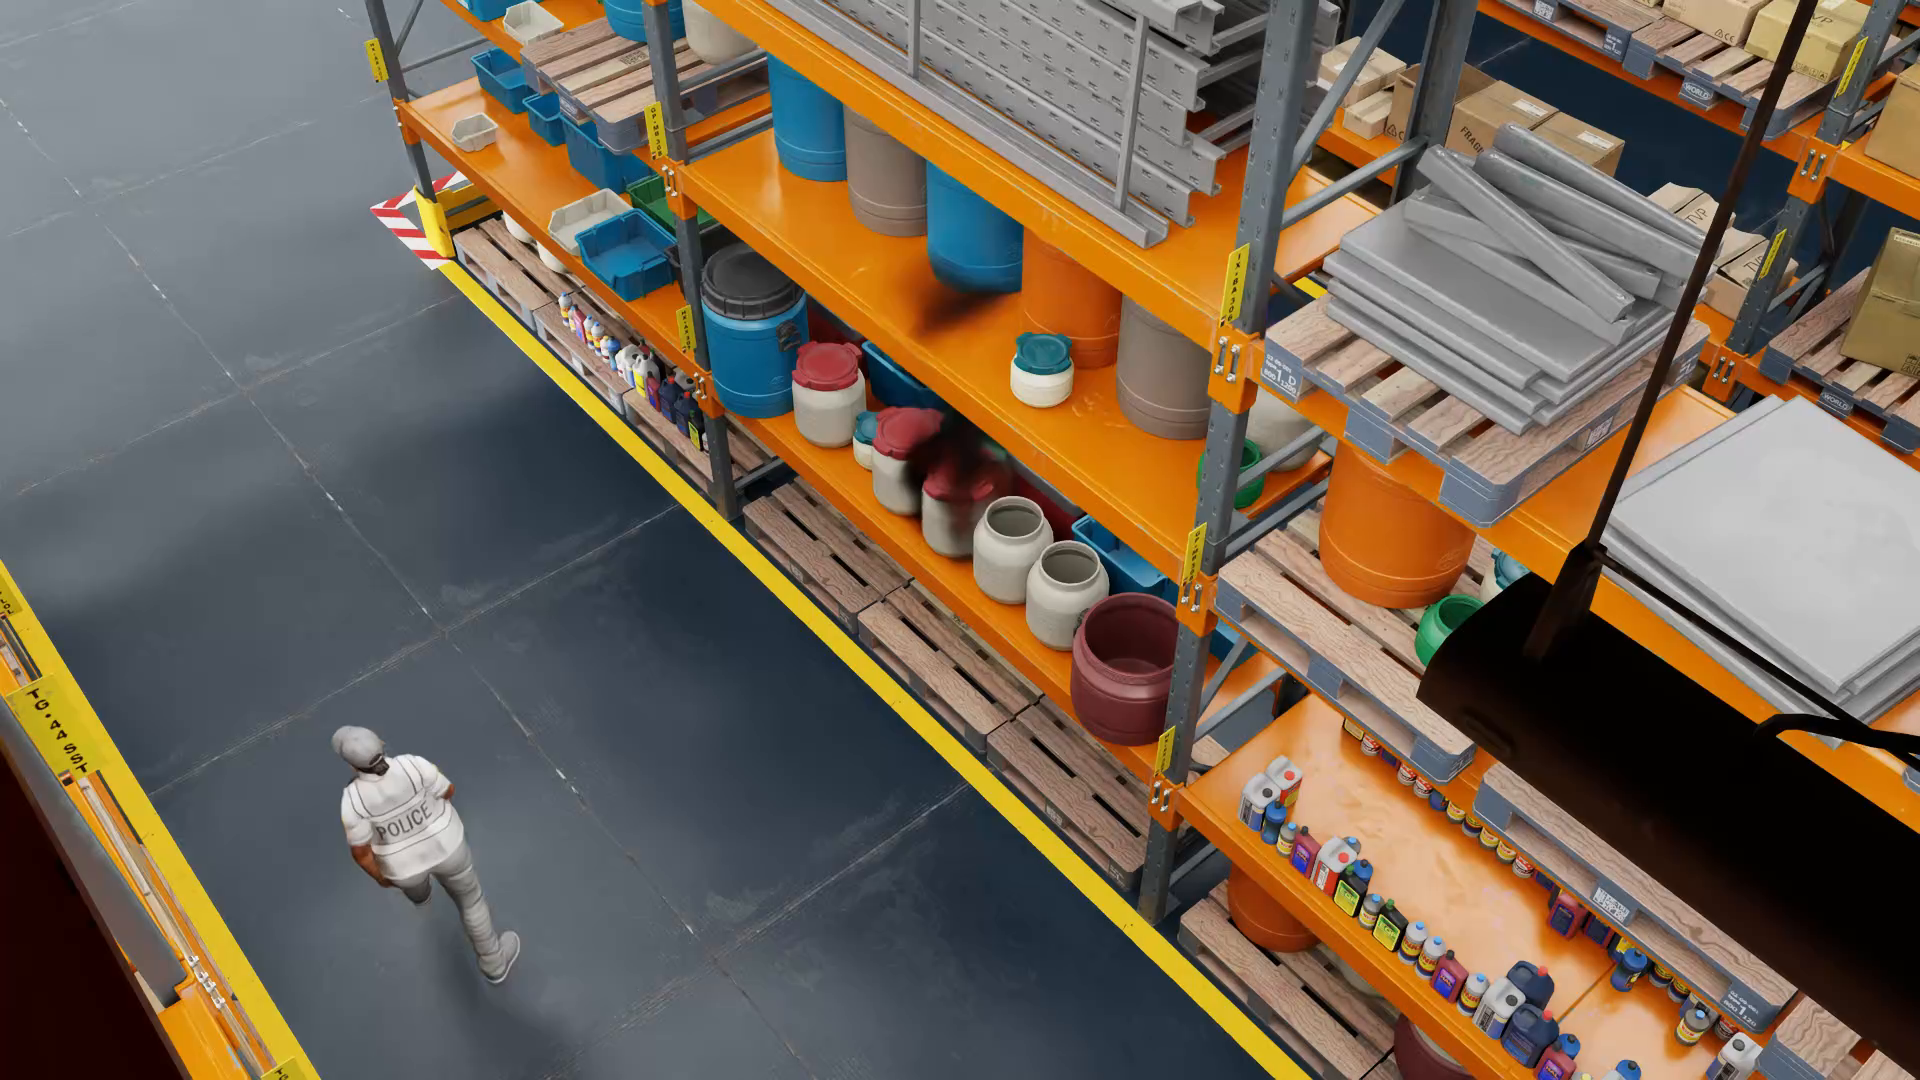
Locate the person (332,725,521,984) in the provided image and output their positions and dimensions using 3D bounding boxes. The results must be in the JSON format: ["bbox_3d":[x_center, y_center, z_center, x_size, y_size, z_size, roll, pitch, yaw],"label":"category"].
[{"bbox_3d":[-2.626,1.443,8.060,0.570,1.592,0.931,-18,49,-17],"label":"person"}]
